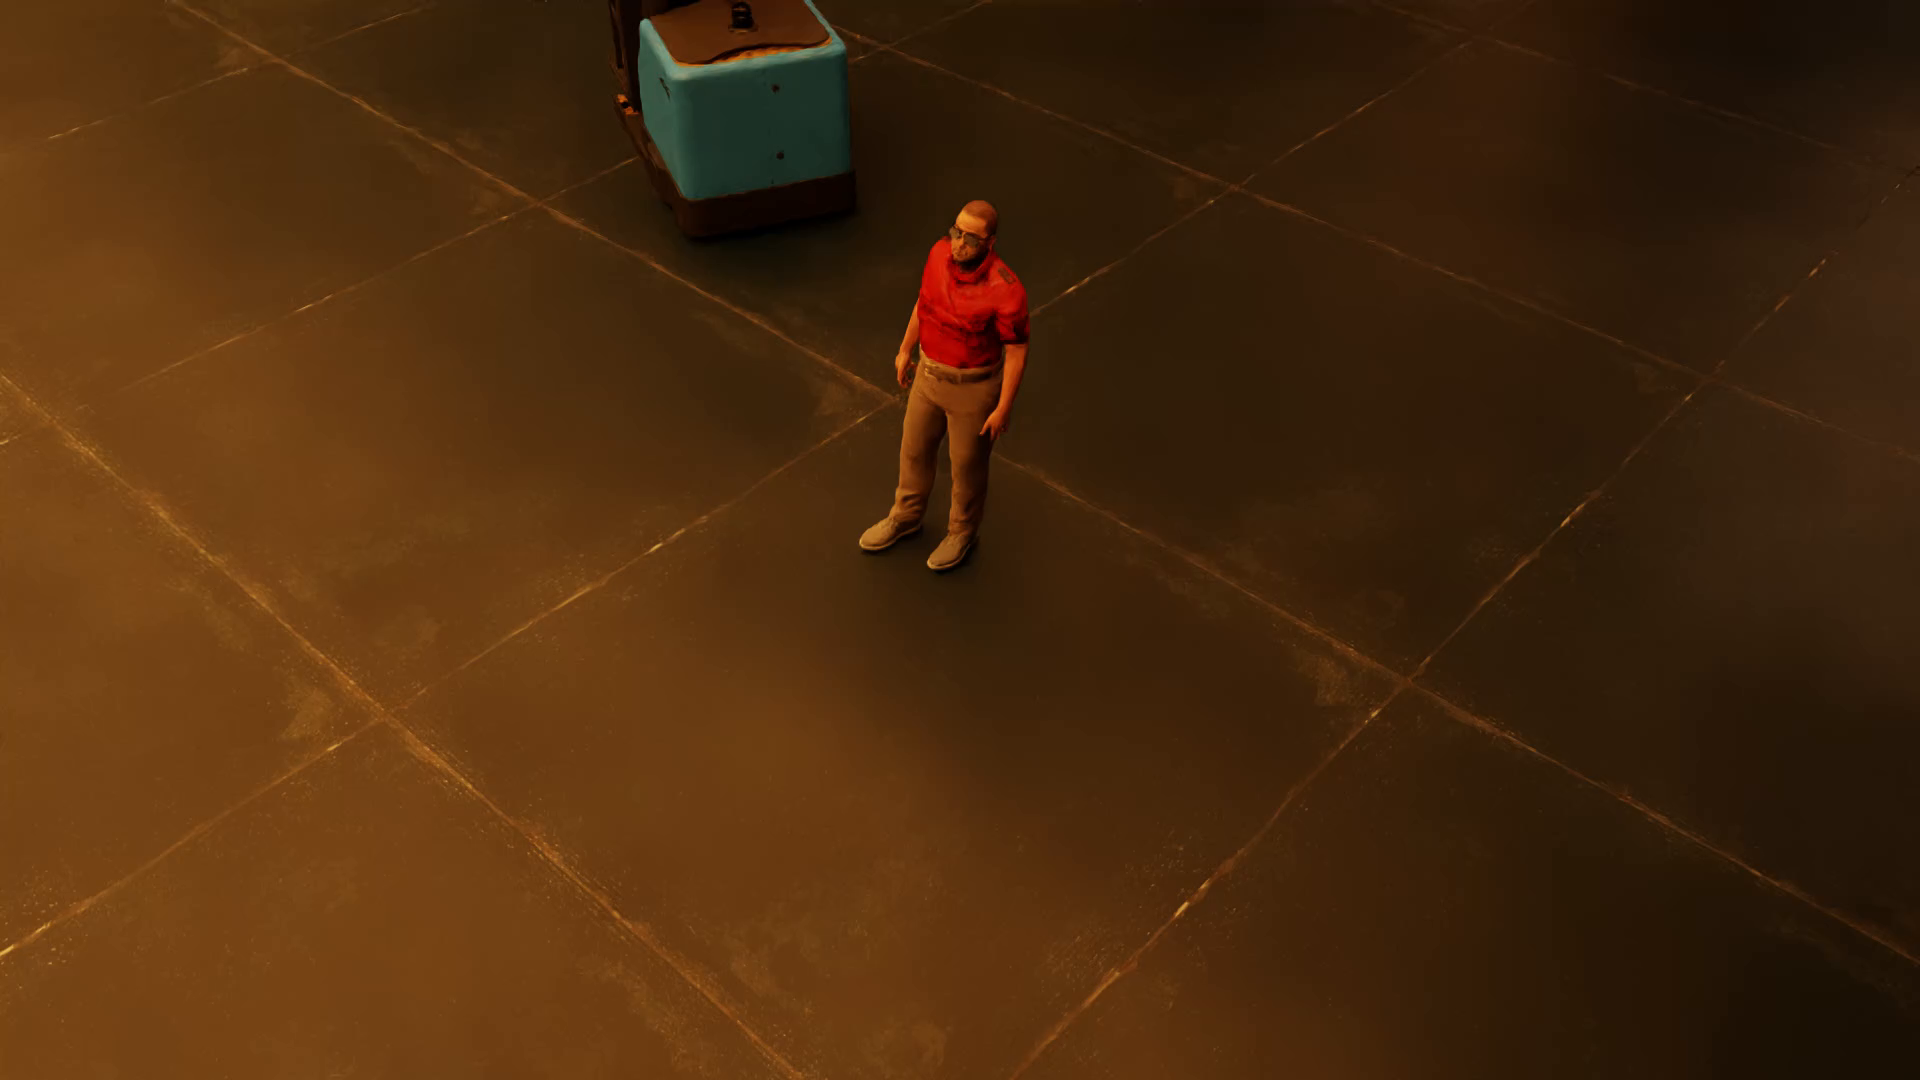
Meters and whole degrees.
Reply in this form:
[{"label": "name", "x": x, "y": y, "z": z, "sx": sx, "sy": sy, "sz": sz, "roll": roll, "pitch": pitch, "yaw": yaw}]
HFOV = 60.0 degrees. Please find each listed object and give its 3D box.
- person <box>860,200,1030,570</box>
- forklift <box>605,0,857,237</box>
[{"label": "person", "x": -0.070, "y": -0.624, "z": 7.068, "sx": 0.640, "sy": 1.727, "sz": 0.550, "roll": 31, "pitch": 49, "yaw": 31}, {"label": "forklift", "x": -1.623, "y": -3.830, "z": 9.892, "sx": 1.130, "sy": 2.935, "sz": 3.031, "roll": -14, "pitch": 43, "yaw": -16}]
